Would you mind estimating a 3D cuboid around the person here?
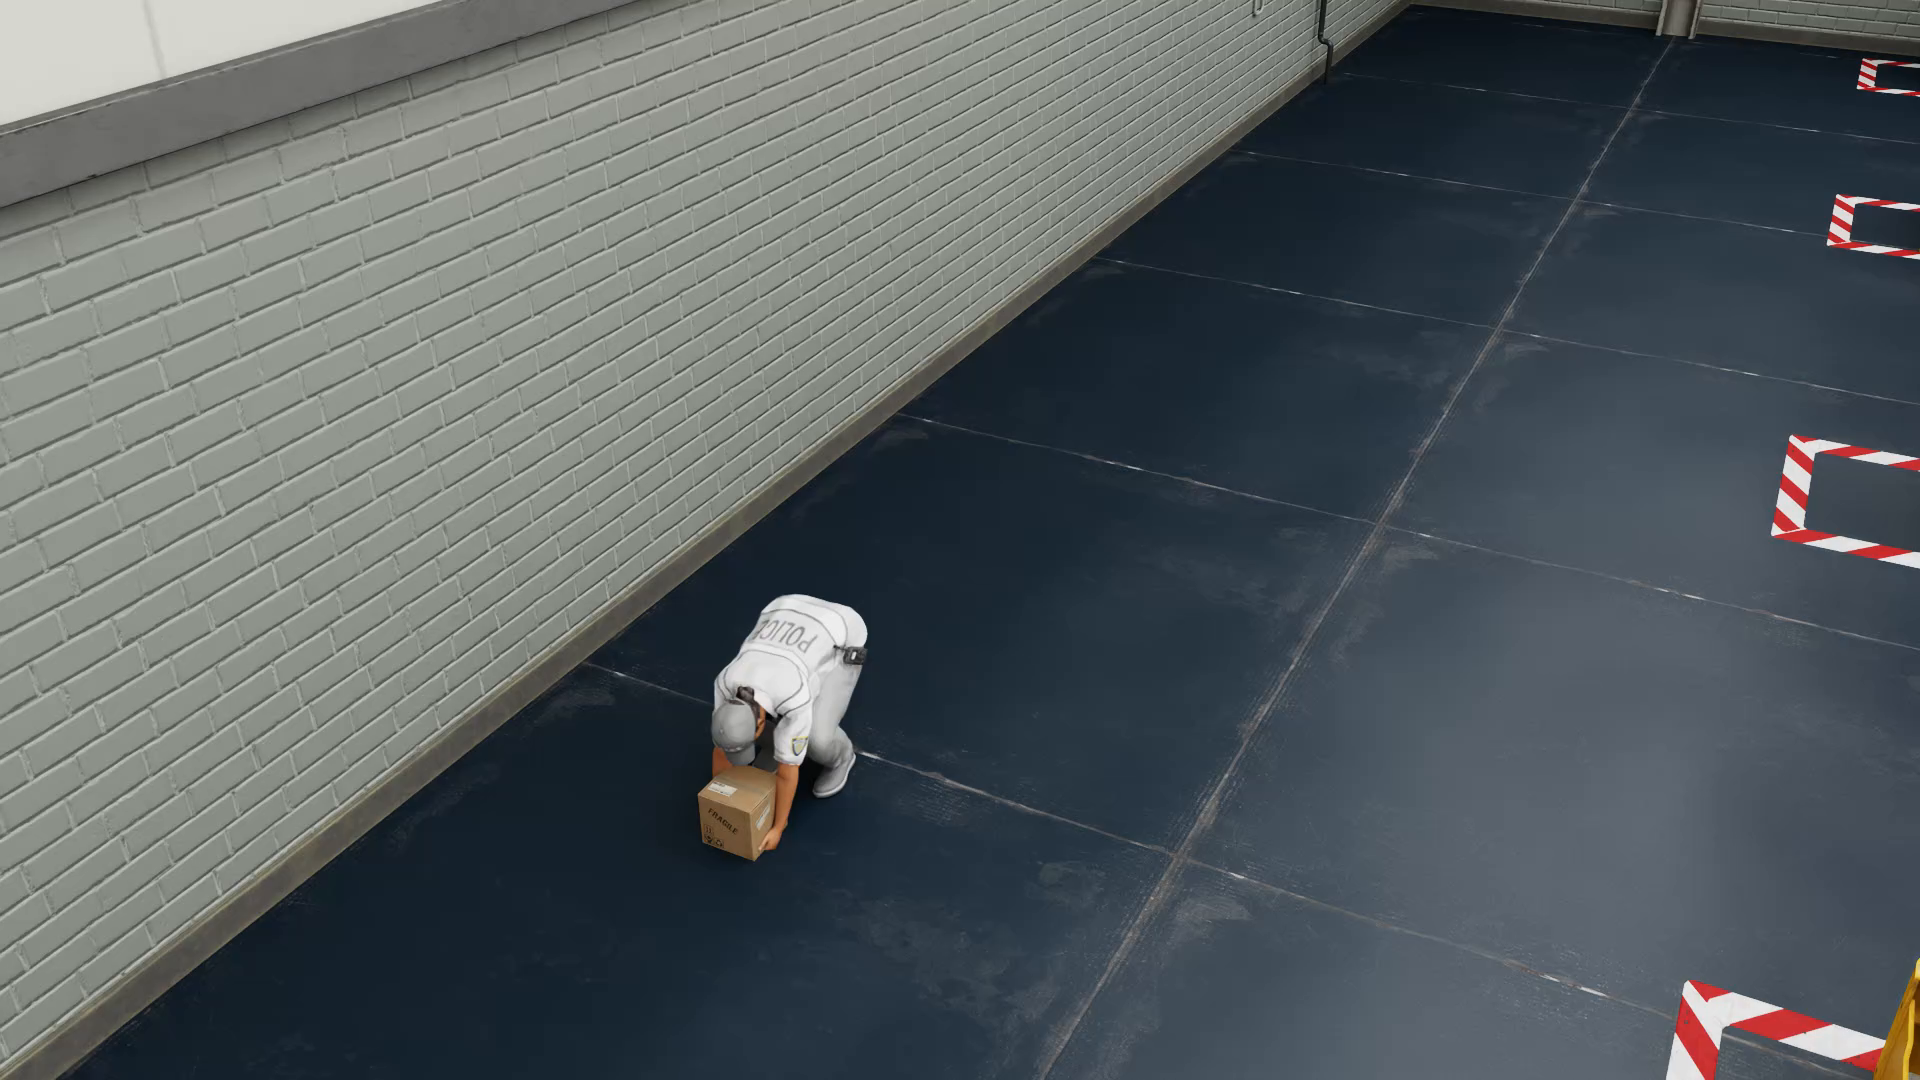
[{"bbox_3d":[-0.722,0.717,6.790,0.514,0.797,0.942,13,33,22],"label":"person"}]
